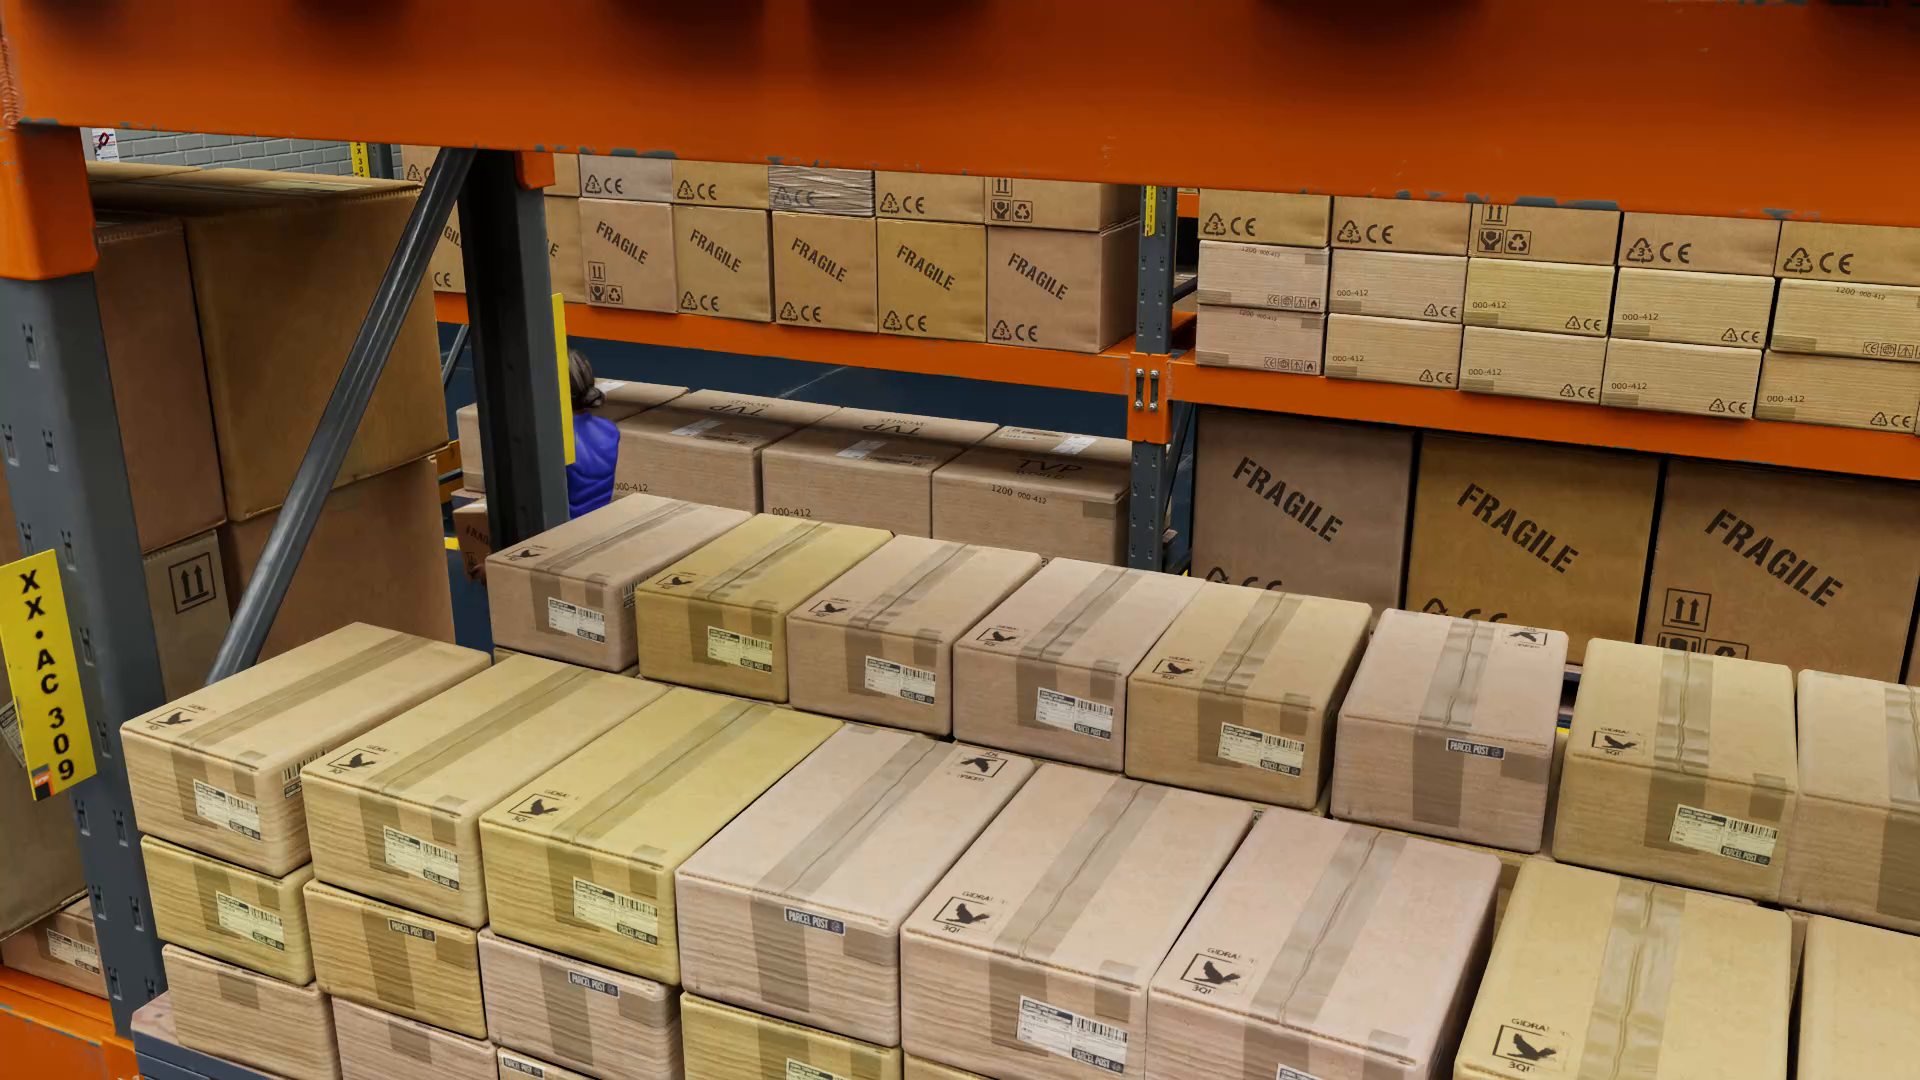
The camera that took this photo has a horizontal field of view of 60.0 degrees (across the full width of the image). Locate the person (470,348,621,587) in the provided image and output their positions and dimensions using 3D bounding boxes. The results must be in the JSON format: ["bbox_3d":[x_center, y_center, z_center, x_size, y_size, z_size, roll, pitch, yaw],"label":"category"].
[{"bbox_3d":[-1.375,0.150,5.658,0.504,1.657,0.435,8,21,22],"label":"person"}]
